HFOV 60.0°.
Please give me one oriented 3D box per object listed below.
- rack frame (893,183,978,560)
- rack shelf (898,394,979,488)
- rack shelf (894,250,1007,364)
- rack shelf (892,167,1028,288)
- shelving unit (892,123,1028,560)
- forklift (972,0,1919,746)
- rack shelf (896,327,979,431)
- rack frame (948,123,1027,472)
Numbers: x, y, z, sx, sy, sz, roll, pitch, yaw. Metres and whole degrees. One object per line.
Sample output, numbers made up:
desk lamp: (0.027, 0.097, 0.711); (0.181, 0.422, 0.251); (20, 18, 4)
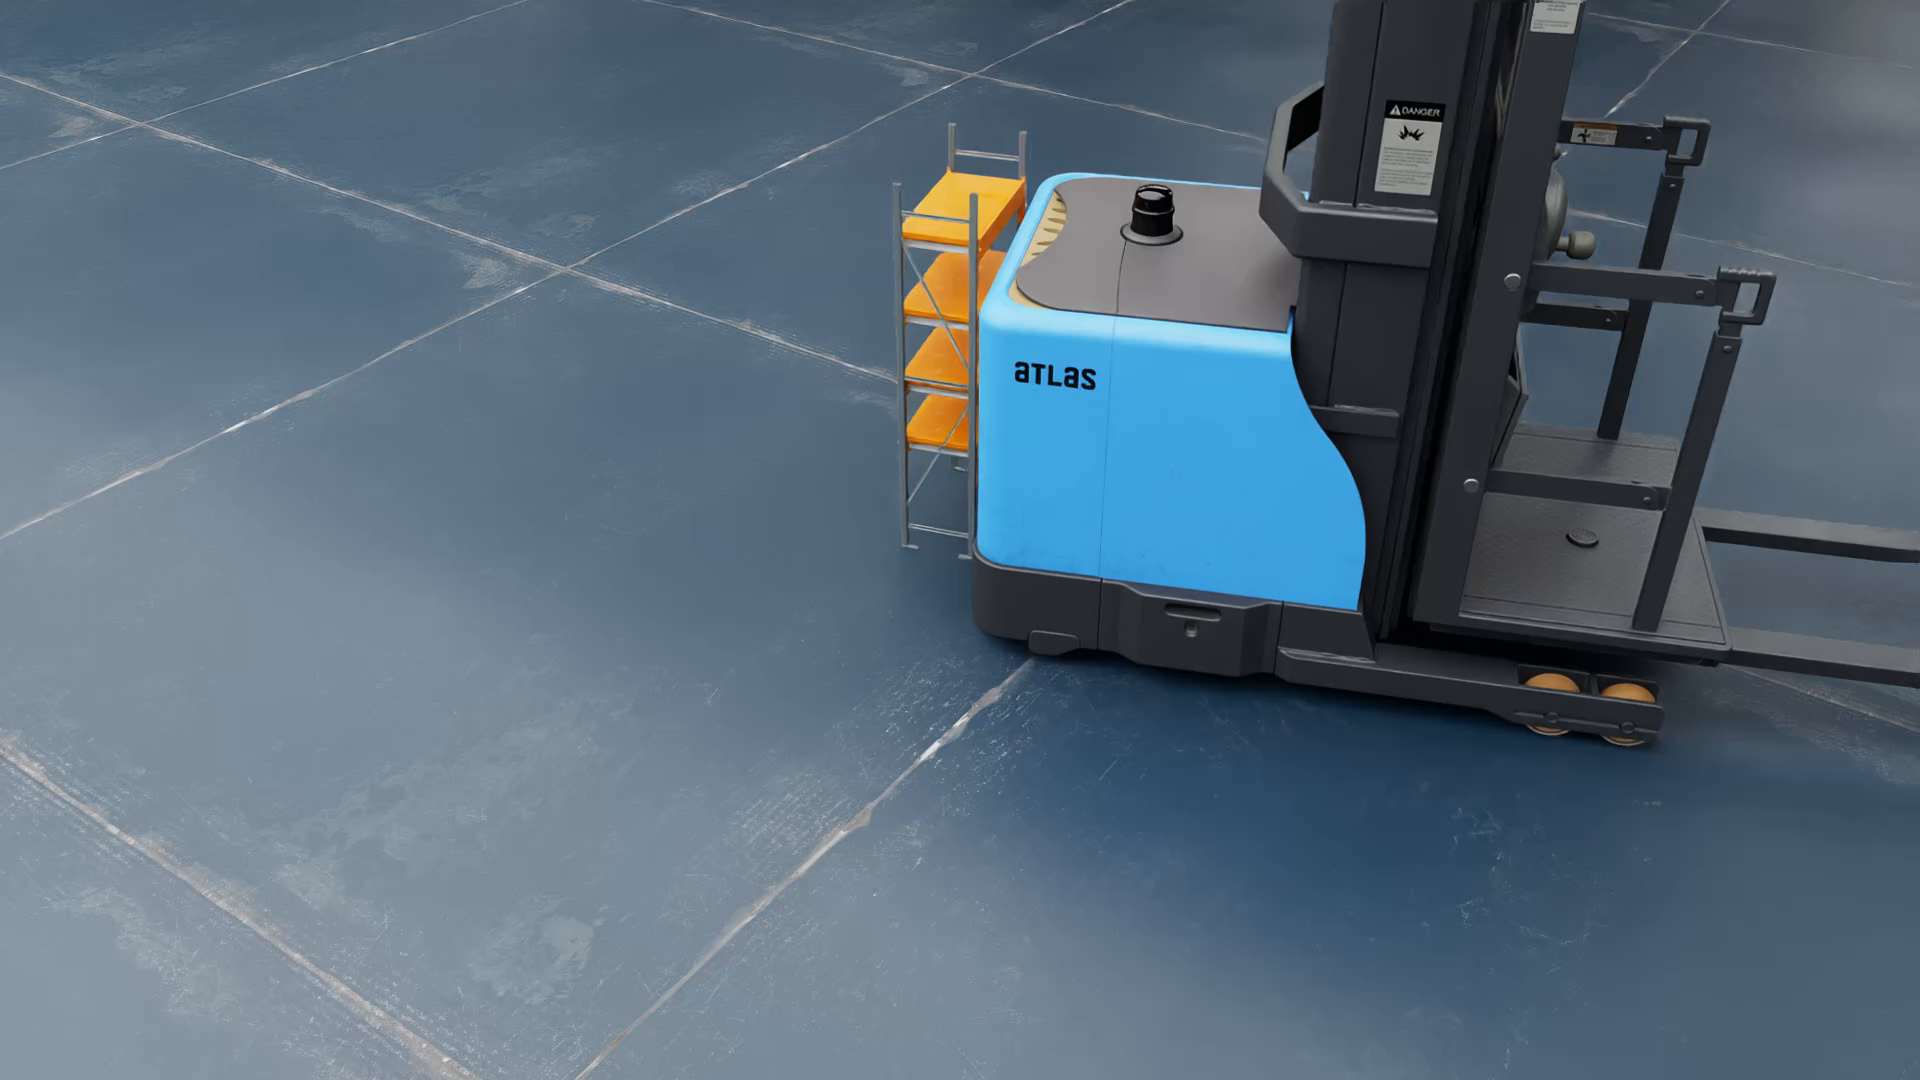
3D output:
rack frame: (-0.068, -0.457, 4.854); (0.240, 1.200, 0.015); (10, 35, 15)
rack shelf: (0.007, -0.367, 5.196); (0.258, 0.148, 0.480); (10, 35, 15)
rack shelf: (0.007, -0.717, 4.959); (0.258, 0.148, 0.480); (10, 35, 15)
rack shelf: (0.007, -0.913, 4.827); (0.258, 0.148, 0.480); (10, 35, 15)
shelving unit: (0.007, -0.587, 5.047); (0.258, 1.200, 0.503); (10, 35, 15)
forklift: (1.608, -0.993, 4.101); (3.031, 2.935, 1.130); (7, 35, 10)
rack shelf: (0.007, -0.531, 5.085); (0.258, 0.148, 0.480); (10, 35, 15)
rack frame: (0.081, -0.717, 5.239); (0.240, 1.200, 0.015); (10, 35, 15)
